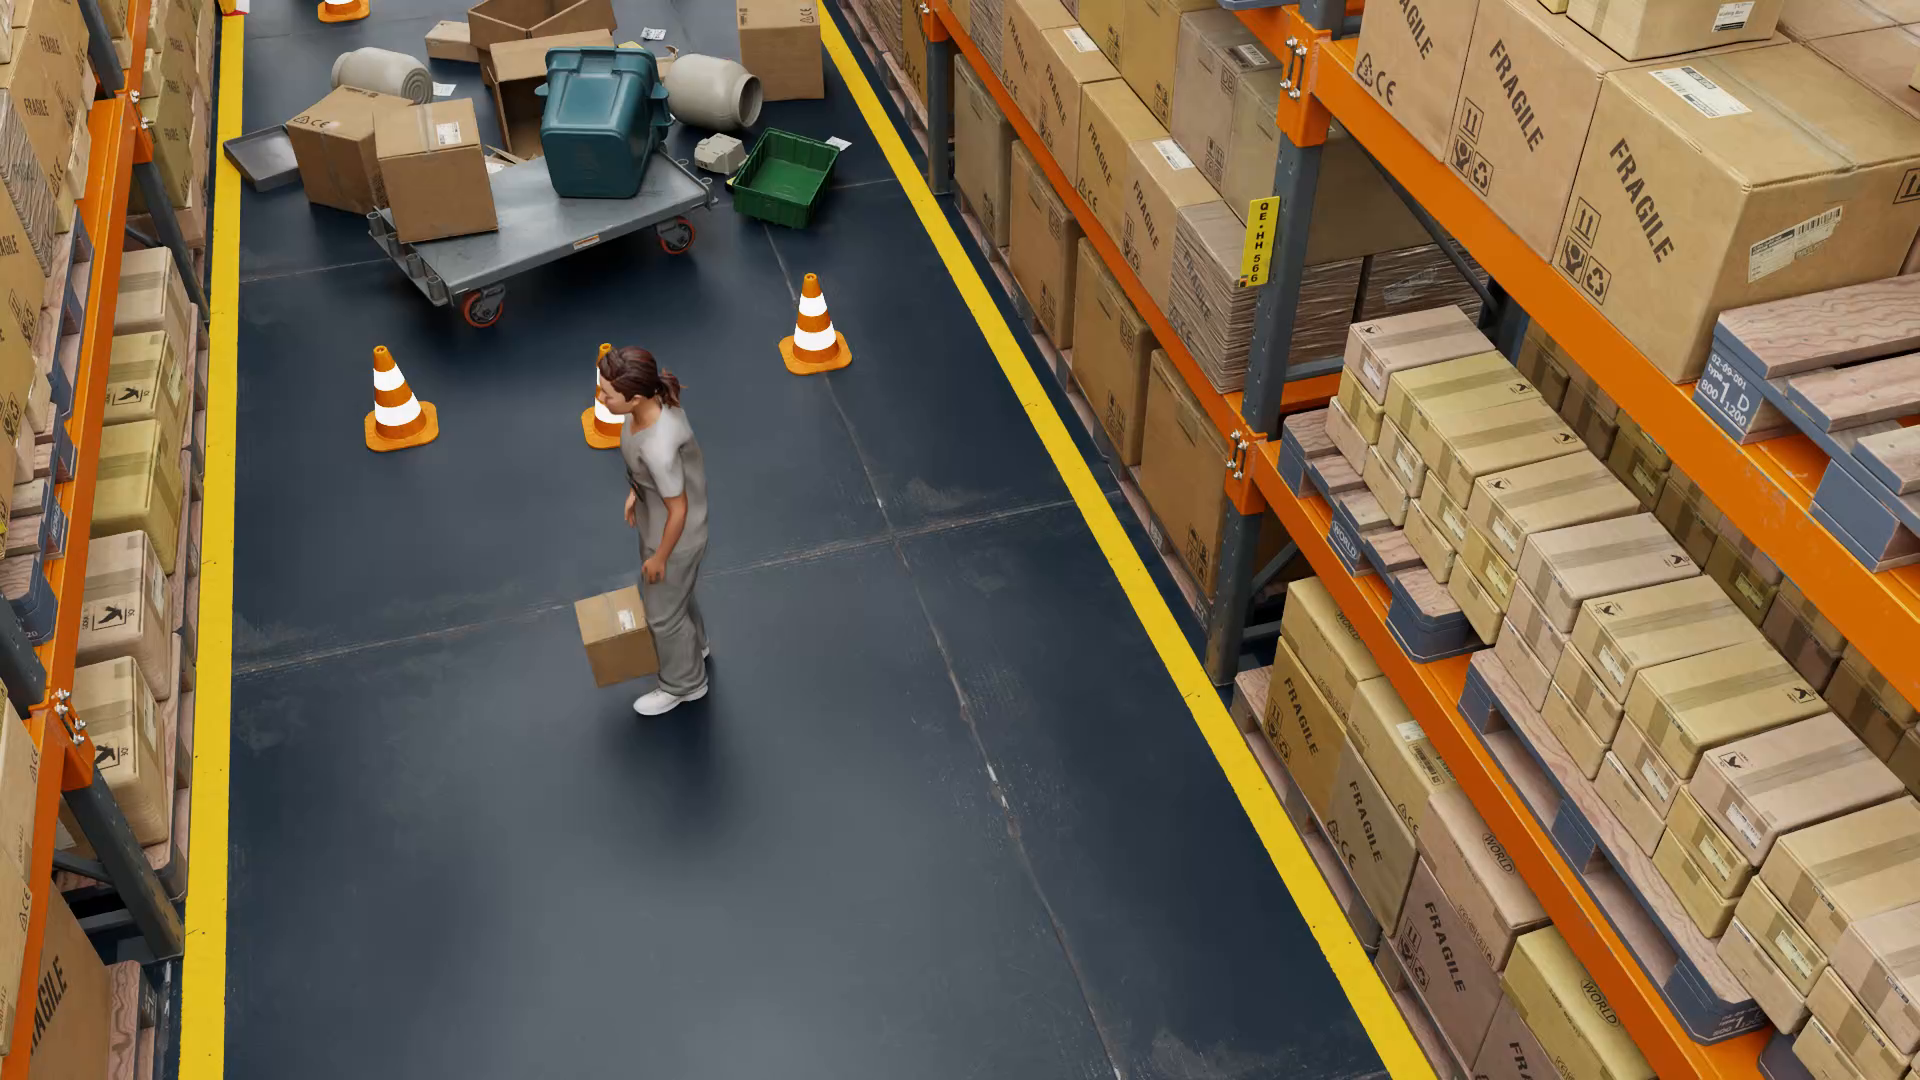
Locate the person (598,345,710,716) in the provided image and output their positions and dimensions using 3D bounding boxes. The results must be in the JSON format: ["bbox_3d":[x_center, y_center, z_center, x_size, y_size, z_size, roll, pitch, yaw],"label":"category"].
[{"bbox_3d":[-1.137,-0.036,6.200,0.415,1.675,0.480,-13,44,-14],"label":"person"}]
